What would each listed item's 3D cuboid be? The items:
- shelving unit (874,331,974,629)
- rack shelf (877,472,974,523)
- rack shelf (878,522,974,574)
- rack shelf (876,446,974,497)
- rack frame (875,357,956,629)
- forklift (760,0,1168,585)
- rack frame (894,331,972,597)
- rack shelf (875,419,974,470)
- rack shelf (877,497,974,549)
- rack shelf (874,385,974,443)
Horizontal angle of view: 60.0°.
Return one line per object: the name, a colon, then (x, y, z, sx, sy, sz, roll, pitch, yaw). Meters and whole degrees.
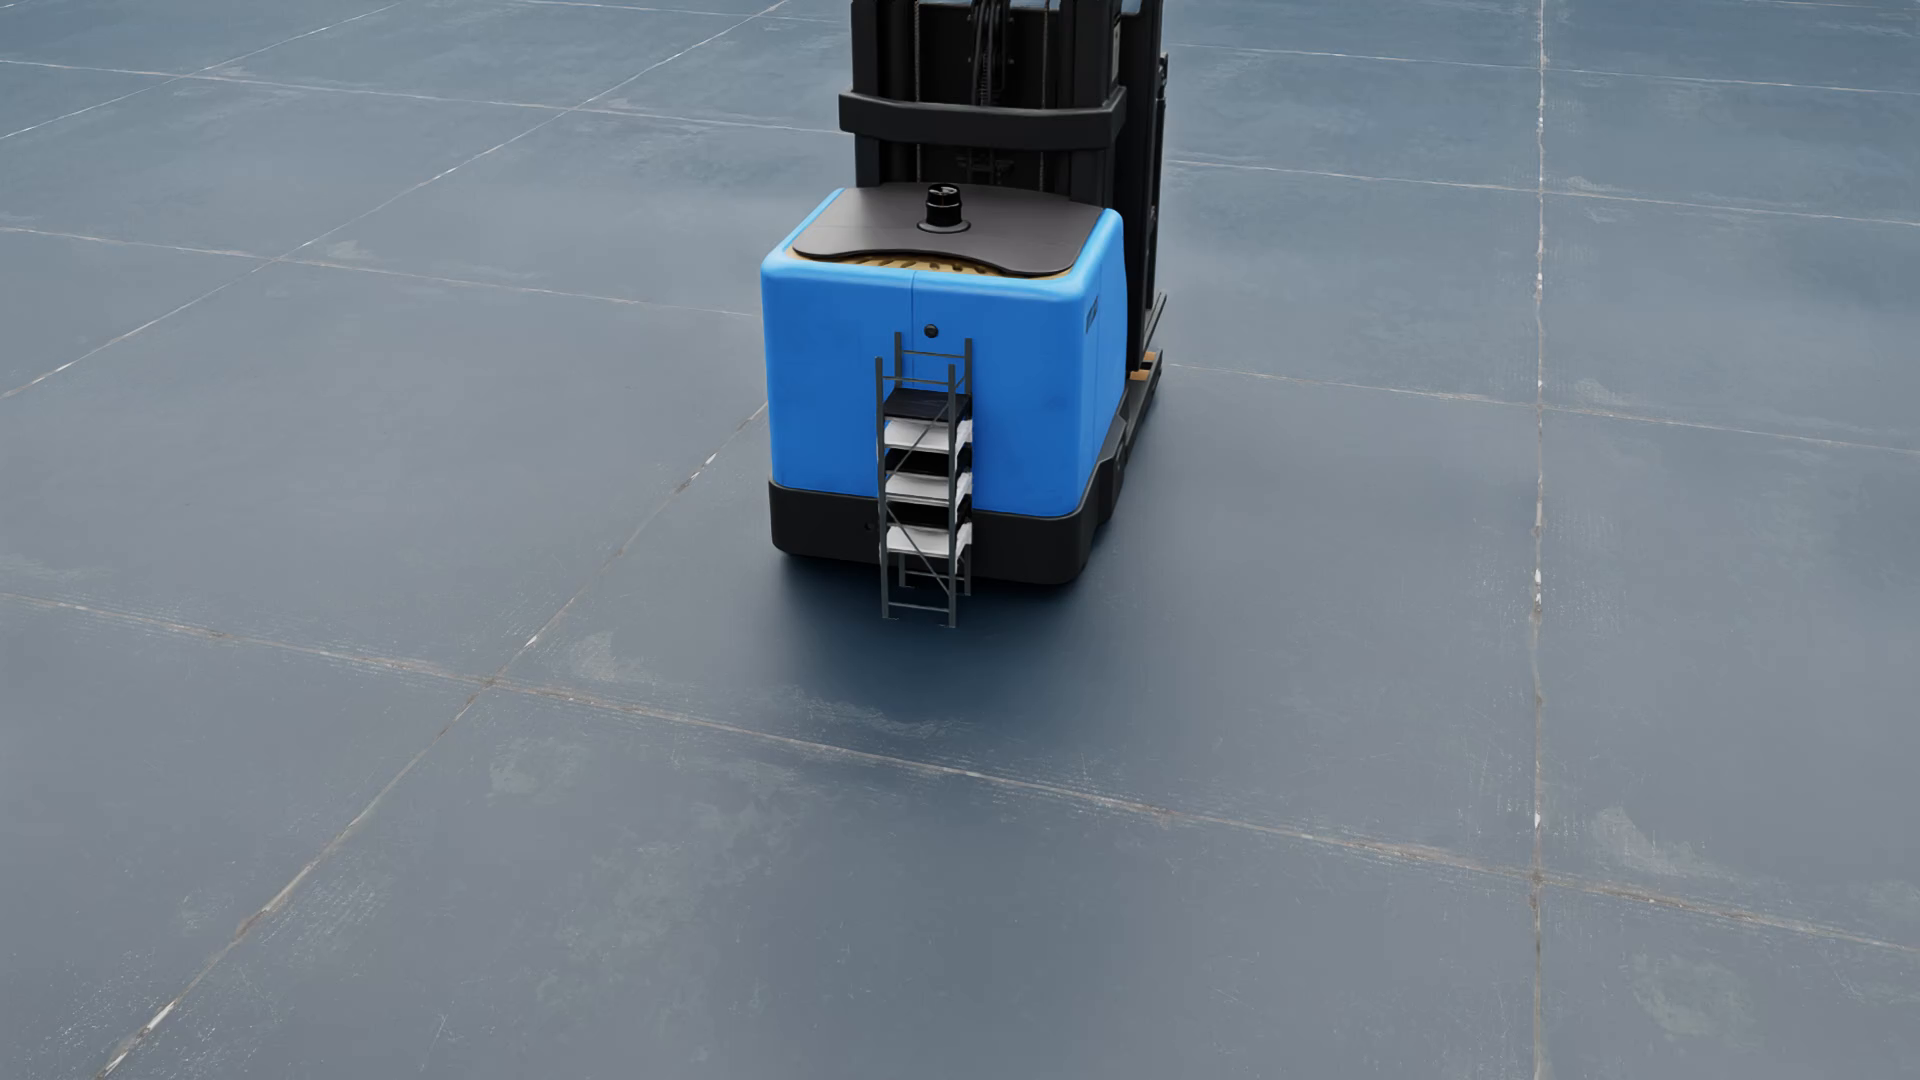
shelving unit: (-0.106, -0.176, 5.140, 0.258, 0.900, 0.210, 7, 30, 12)
rack shelf: (-0.106, -0.147, 5.156, 0.258, 0.077, 0.200, 7, 30, 12)
rack shelf: (-0.106, 0.011, 5.244, 0.258, 0.077, 0.200, 7, 30, 12)
rack shelf: (-0.106, -0.225, 5.112, 0.258, 0.077, 0.200, 7, 30, 12)
rack frame: (-0.130, -0.128, 5.054, 0.240, 0.900, 0.006, 7, 30, 12)
forklift: (0.215, -1.837, 6.038, 1.130, 2.935, 3.031, 7, 30, 12)
rack frame: (-0.082, -0.224, 5.226, 0.240, 0.900, 0.006, 7, 30, 12)
rack shelf: (-0.106, -0.304, 5.069, 0.258, 0.077, 0.200, 7, 30, 12)
rack shelf: (-0.106, -0.068, 5.200, 0.258, 0.077, 0.200, 7, 30, 12)
rack shelf: (-0.106, -0.382, 5.025, 0.258, 0.077, 0.200, 7, 30, 12)
